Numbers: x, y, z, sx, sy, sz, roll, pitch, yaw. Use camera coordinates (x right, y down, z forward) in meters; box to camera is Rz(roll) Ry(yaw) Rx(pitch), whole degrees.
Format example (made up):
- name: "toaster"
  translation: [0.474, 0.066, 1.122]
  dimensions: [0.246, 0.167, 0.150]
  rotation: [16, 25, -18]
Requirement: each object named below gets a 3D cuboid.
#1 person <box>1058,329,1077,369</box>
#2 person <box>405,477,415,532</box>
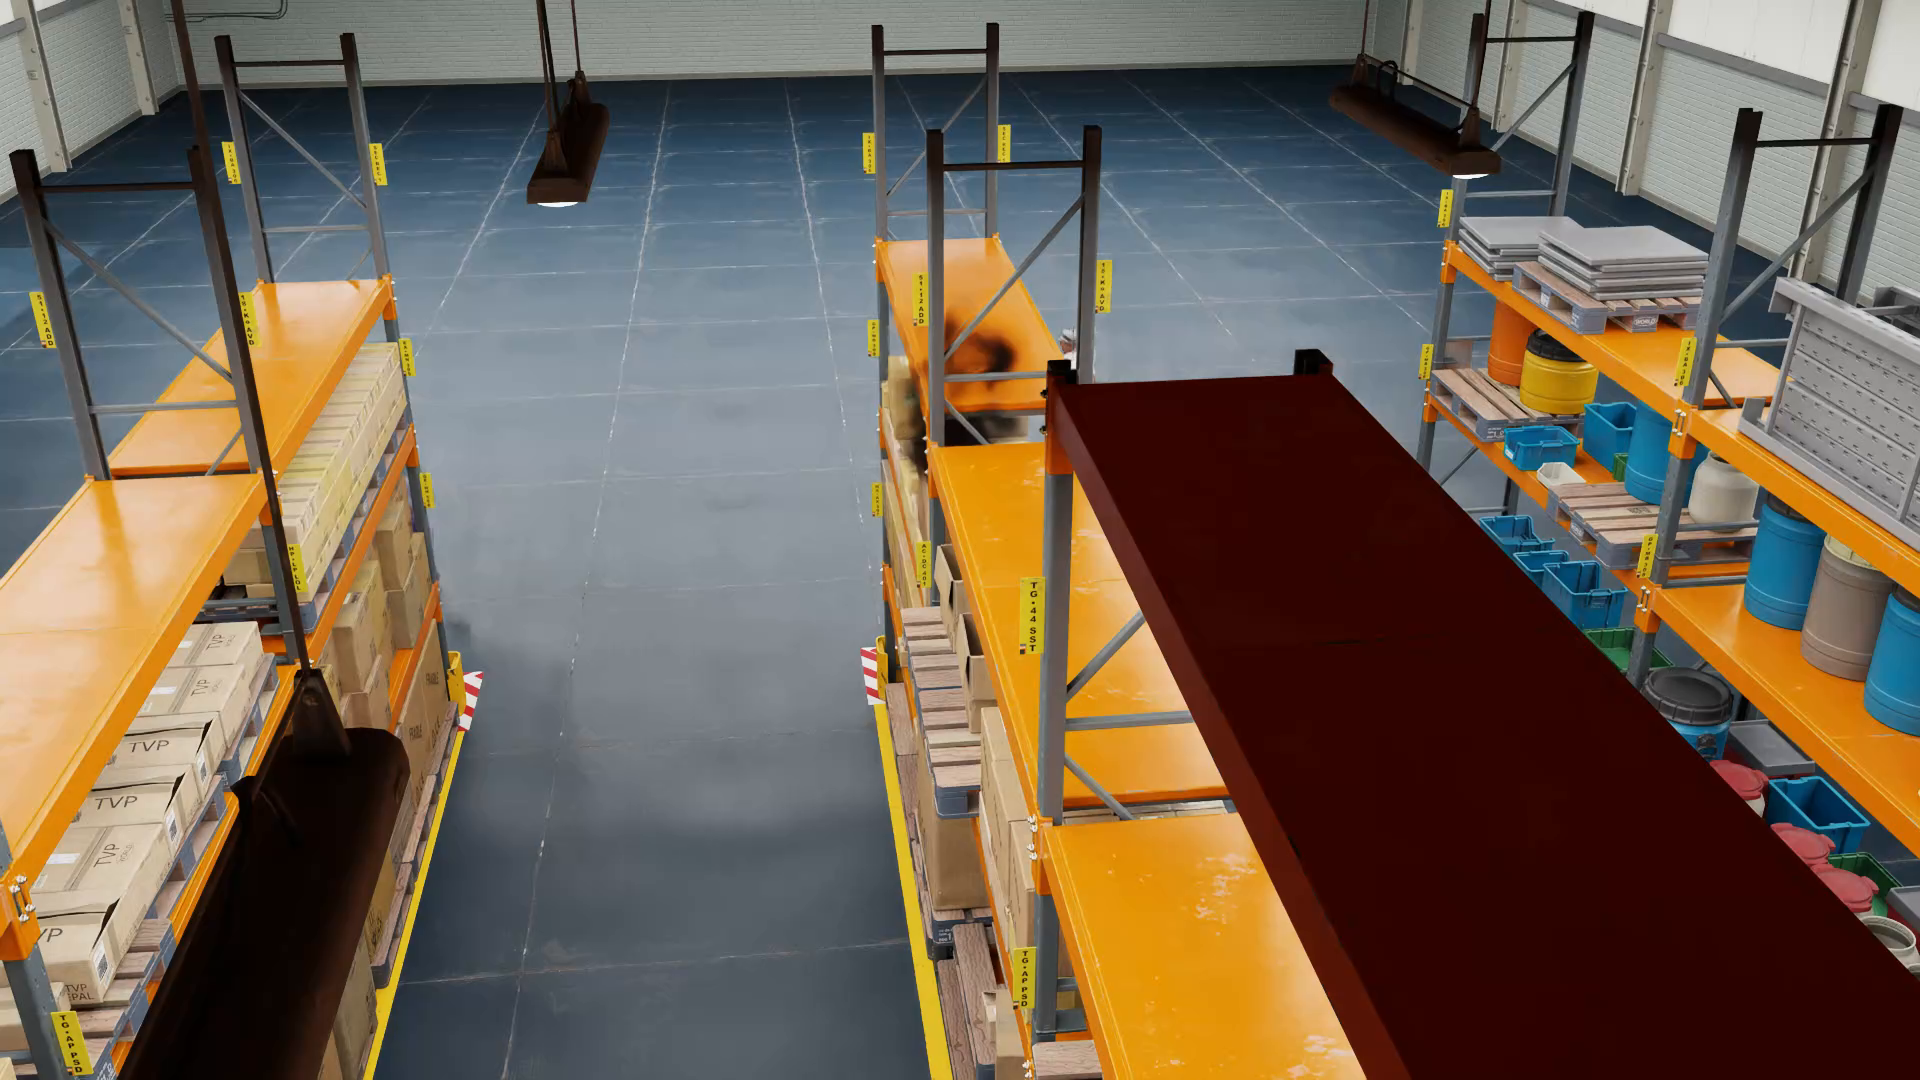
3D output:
- name: "person"
  translation: [1.398, -1.701, 20.085]
  dimensions: [0.652, 1.733, 0.650]
  rotation: [5, 26, 11]
- name: "person"
  translation: [-5.743, -0.102, 16.886]
  dimensions: [0.551, 1.604, 0.614]
  rotation: [17, 30, 32]
